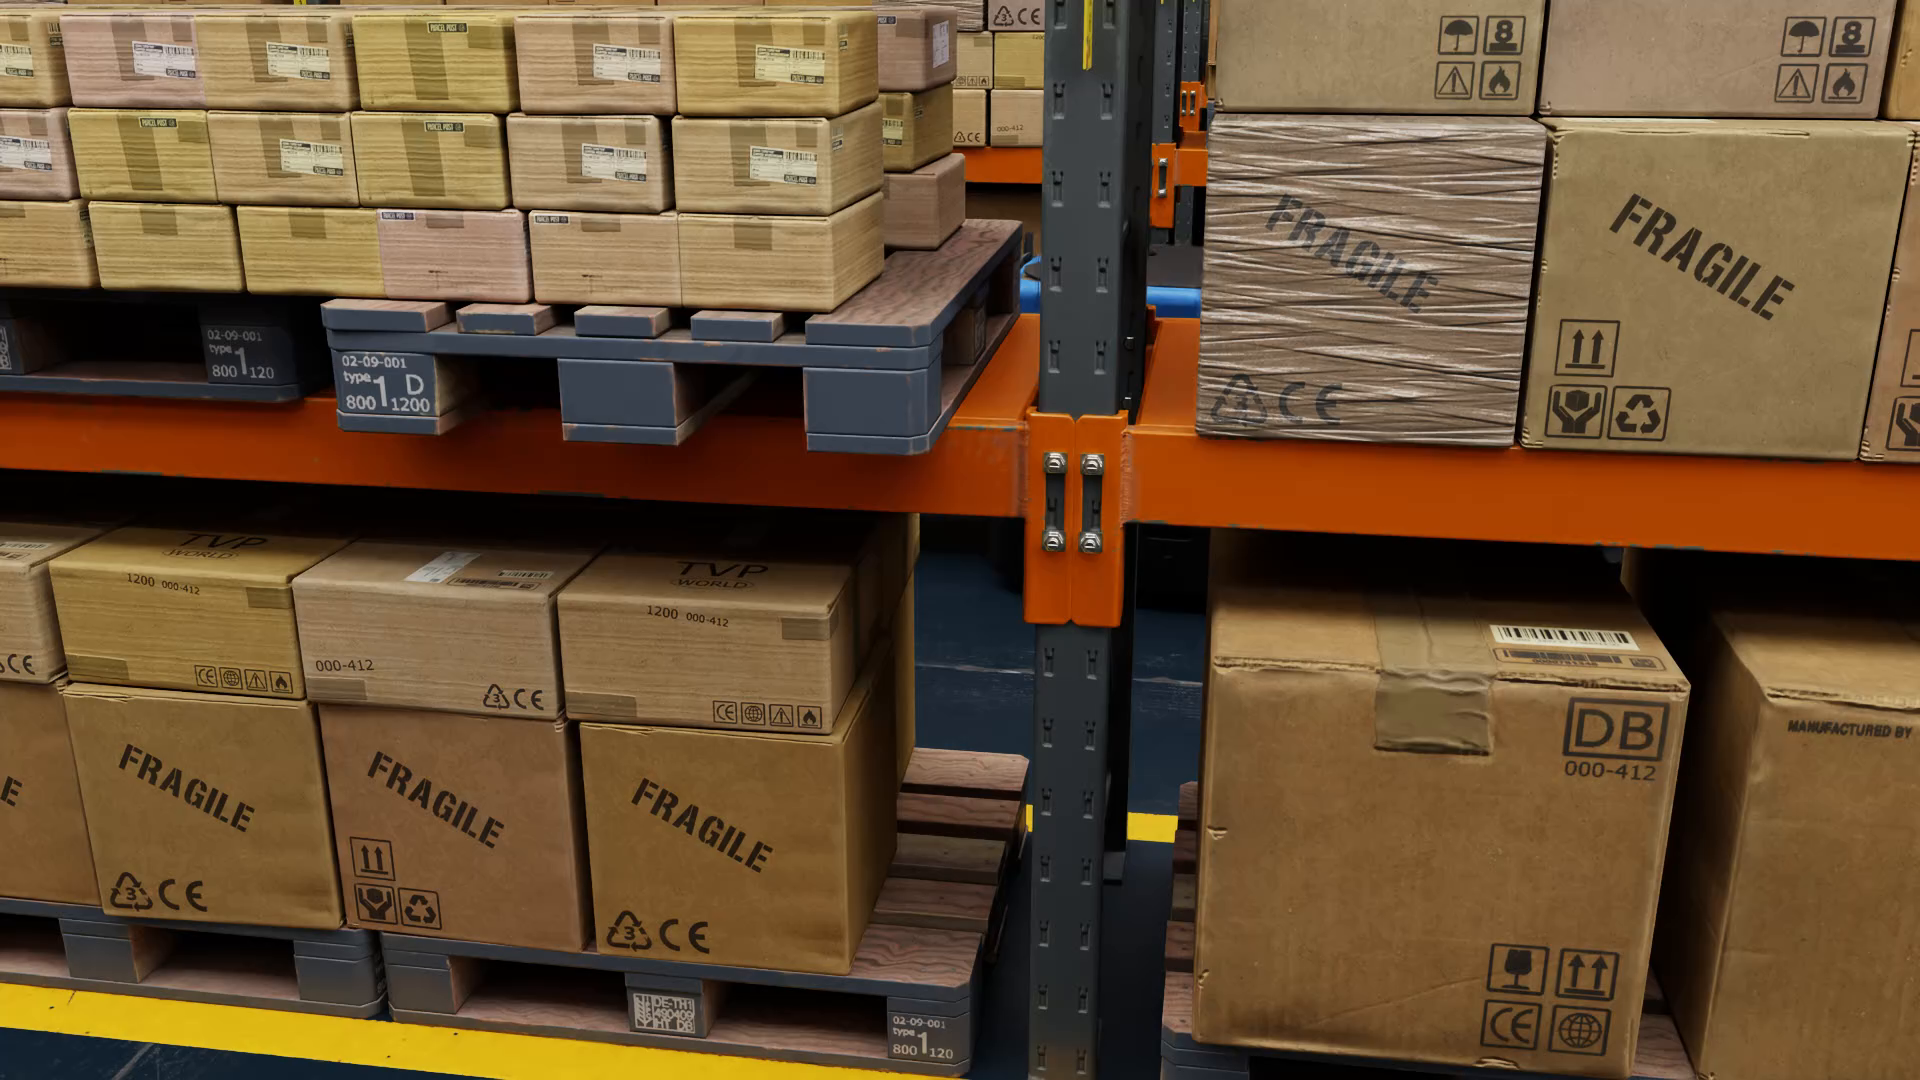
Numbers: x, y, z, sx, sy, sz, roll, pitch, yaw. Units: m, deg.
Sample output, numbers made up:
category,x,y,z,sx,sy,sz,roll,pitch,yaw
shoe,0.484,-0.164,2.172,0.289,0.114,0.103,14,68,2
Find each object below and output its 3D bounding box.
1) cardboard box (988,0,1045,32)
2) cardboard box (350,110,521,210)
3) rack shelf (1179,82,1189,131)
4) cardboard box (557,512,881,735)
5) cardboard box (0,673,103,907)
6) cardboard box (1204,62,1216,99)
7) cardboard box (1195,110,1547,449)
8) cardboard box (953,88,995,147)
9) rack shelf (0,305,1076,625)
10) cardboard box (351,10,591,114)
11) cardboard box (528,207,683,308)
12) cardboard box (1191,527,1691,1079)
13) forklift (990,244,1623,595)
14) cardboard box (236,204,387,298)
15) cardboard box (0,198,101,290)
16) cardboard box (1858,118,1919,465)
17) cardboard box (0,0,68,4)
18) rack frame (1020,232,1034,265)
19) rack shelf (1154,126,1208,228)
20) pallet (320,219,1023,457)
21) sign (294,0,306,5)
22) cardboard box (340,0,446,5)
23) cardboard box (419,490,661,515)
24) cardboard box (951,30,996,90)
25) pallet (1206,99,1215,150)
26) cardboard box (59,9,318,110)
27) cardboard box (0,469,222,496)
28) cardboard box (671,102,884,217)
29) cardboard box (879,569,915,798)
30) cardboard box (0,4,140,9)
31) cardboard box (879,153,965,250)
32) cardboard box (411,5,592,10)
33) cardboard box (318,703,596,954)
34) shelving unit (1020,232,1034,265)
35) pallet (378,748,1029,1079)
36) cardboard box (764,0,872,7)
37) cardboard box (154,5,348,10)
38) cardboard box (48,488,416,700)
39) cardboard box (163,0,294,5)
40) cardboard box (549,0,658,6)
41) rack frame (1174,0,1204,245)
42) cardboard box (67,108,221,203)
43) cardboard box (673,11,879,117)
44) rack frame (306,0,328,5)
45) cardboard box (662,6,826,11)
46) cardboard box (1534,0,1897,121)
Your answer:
category,x,y,z,sx,sy,sz,roll,pitch,yaw
cardboard box,0.404,-2.552,7.469,0.500,0.500,0.500,2,19,7
cardboard box,-0.813,-0.659,2.810,0.250,0.149,0.380,3,19,10
rack shelf,-0.235,-3.401,12.874,4.000,0.370,1.077,3,19,9
cardboard box,-0.446,0.148,3.229,0.500,0.250,0.500,2,19,7
cardboard box,-1.949,0.423,3.589,0.500,0.500,0.500,3,19,10
cardboard box,1.248,-2.092,7.561,0.250,0.149,0.380,2,19,5
cardboard box,0.671,-0.471,2.825,0.500,0.500,0.500,3,19,9
cardboard box,-0.091,-1.980,7.730,0.500,0.250,0.500,3,19,10
rack shelf,-1.704,-0.290,3.576,4.000,0.370,1.077,3,19,9
cardboard box,-0.792,-0.800,2.763,0.250,0.149,0.380,4,19,10
cardboard box,-0.534,-0.504,2.817,0.250,0.149,0.380,3,19,9
cardboard box,0.858,0.396,3.275,0.750,0.750,1.050,3,19,8
forklift,1.679,-1.251,5.422,3.031,2.935,1.130,5,19,14
cardboard box,-1.034,-0.531,2.896,0.250,0.149,0.380,3,19,8
cardboard box,-1.555,-0.557,2.976,0.250,0.149,0.380,3,19,10
cardboard box,1.672,-0.420,2.675,0.500,0.500,0.500,3,19,9
cardboard box,-4.507,-2.797,8.202,0.500,0.500,0.500,3,19,9
rack frame,0.197,-0.534,6.128,0.032,1.125,0.500,5,19,14
rack shelf,2.931,-1.644,7.624,4.000,0.370,1.077,3,19,9
pallet,-0.450,-0.442,3.199,1.003,0.211,1.213,3,19,9
sign,-3.080,-2.562,7.743,0.005,0.325,0.100,3,19,9
cardboard box,-2.604,-2.697,7.903,0.500,0.500,0.500,3,19,9
cardboard box,-0.872,-0.036,3.778,0.500,0.250,0.500,3,19,8
cardboard box,-0.069,-2.222,7.664,0.500,0.250,0.500,2,19,7
pallet,1.677,-1.993,7.834,1.003,0.211,1.213,3,19,9
cardboard box,-1.293,-0.826,2.842,0.250,0.149,0.380,3,19,9
cardboard box,-1.874,-0.091,3.942,0.500,0.250,0.500,2,19,6
cardboard box,-0.289,-0.634,2.735,0.250,0.149,0.380,3,19,10
cardboard box,-0.387,0.340,3.836,0.500,0.500,0.500,2,19,6
cardboard box,-1.965,-1.069,3.567,0.250,0.149,0.380,2,19,6
cardboard box,-0.139,-0.696,3.390,0.250,0.149,0.380,3,19,8
cardboard box,-0.923,-1.016,3.410,0.250,0.149,0.380,2,19,6
cardboard box,-0.932,0.477,3.427,0.500,0.500,0.500,4,19,11
shelving unit,-0.295,-0.575,6.250,1.048,1.125,0.538,5,19,14
pallet,-0.501,0.752,3.722,1.213,0.211,1.003,3,19,9
cardboard box,-0.593,-2.602,7.620,0.500,0.500,0.500,3,19,9
cardboard box,-1.453,-1.042,3.487,0.250,0.149,0.380,3,19,10
cardboard box,-1.446,0.096,3.386,0.500,0.250,0.500,3,19,10
cardboard box,-3.503,-2.746,8.050,0.500,0.500,0.500,3,19,8
cardboard box,-1.603,-2.654,7.774,0.500,0.500,0.500,2,19,7
rack frame,1.740,-3.641,12.459,0.127,3.000,1.000,3,19,9
cardboard box,-1.306,-0.685,2.888,0.250,0.149,0.380,3,19,8
cardboard box,-0.286,-0.774,2.684,0.250,0.149,0.380,2,19,6
rack frame,-2.993,-2.288,8.412,0.127,3.000,1.000,3,19,9
cardboard box,-0.421,-0.989,3.328,0.250,0.149,0.380,2,19,7
cardboard box,1.212,-1.001,2.835,0.500,0.500,0.700,3,19,8
